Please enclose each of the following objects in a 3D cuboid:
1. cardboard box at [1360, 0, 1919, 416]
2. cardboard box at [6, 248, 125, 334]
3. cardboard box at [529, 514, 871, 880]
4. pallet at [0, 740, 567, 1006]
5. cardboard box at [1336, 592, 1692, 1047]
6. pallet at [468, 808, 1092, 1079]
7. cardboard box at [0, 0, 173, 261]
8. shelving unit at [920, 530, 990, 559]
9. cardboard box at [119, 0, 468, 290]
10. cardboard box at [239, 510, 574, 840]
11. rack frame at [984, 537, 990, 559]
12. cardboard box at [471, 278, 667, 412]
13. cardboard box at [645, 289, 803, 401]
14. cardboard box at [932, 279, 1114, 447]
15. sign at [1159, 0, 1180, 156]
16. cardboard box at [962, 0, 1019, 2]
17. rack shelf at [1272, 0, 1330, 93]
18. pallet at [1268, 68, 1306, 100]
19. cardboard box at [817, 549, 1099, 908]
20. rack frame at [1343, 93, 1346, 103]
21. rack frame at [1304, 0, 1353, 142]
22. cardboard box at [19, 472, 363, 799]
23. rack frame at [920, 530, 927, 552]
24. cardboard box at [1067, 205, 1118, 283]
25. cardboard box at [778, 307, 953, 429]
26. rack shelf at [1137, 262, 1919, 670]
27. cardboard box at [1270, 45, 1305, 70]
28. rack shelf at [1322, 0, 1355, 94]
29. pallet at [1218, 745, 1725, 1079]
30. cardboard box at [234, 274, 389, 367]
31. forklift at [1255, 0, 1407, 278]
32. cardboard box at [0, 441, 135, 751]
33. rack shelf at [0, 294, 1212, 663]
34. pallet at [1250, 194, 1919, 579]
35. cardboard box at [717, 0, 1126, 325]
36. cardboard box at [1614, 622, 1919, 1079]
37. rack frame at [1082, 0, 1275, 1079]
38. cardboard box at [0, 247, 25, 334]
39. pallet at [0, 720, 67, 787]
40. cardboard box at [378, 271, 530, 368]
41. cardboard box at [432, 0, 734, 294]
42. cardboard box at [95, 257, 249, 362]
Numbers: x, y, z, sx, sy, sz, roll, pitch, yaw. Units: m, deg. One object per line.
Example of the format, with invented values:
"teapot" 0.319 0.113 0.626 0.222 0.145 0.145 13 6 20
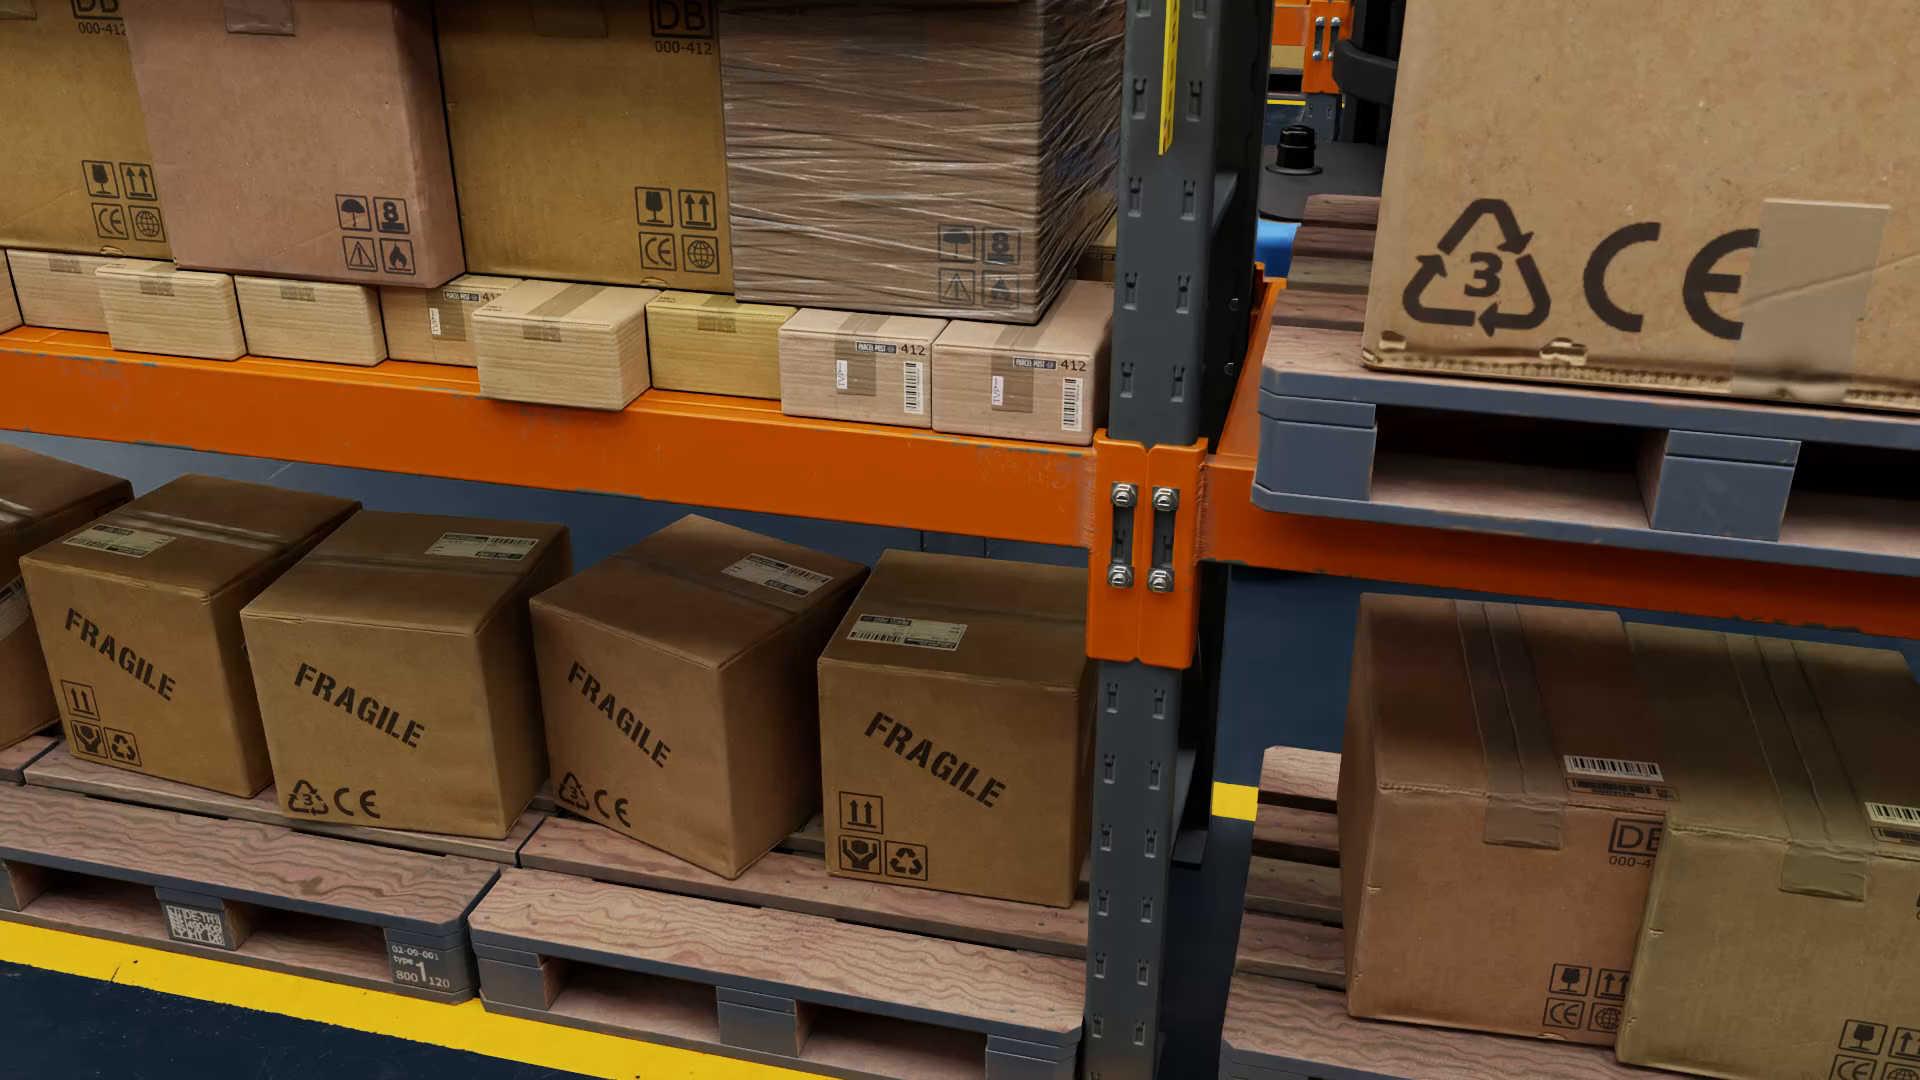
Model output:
"cardboard box" 1.140 -0.827 2.312 1.000 1.000 1.000 6 26 13
"cardboard box" -1.548 -0.523 3.151 0.250 0.149 0.380 6 26 13
"cardboard box" -0.529 0.311 3.526 0.500 0.500 0.500 15 30 29
"pallet" -1.439 0.562 3.824 1.213 0.211 1.003 6 26 13
"cardboard box" 0.994 0.494 3.118 0.500 0.500 0.700 4 26 9
"pallet" -0.254 0.692 3.552 1.213 0.211 1.003 6 26 13
"cardboard box" -1.474 -0.914 3.218 0.500 0.500 0.875 6 26 13
"shelving unit" 0.008 -0.405 5.055 0.210 0.900 0.258 6 26 13
"cardboard box" -1.000 -0.843 3.070 0.500 0.500 0.875 6 26 13
"cardboard box" -1.150 0.277 3.597 0.500 0.500 0.500 4 26 8
"rack frame" 0.106 -0.395 5.032 0.006 0.900 0.240 6 26 13
"cardboard box" -0.613 -0.360 2.810 0.250 0.149 0.380 6 26 13
"cardboard box" -0.343 -0.380 2.851 0.250 0.149 0.380 6 26 13
"cardboard box" 0.124 -0.297 2.678 0.250 0.149 0.380 6 26 13
"sign" 0.277 -0.674 2.170 0.005 0.325 0.100 6 26 13
"cardboard box" -0.099 -1.075 2.392 0.500 0.500 0.500 6 26 13
"rack shelf" -0.298 -2.462 7.768 4.000 0.370 1.077 6 26 13
"pallet" 2.116 -3.478 12.309 1.213 0.211 1.003 6 26 13
"cardboard box" 0.028 0.369 3.404 0.500 0.500 0.500 6 26 11
"rack frame" 2.876 -4.634 11.494 0.127 3.000 1.000 6 26 13
"rack frame" 1.639 -2.572 7.163 0.127 3.000 1.000 6 26 13
"cardboard box" -1.679 0.199 3.762 0.500 0.500 0.500 9 27 18
"rack frame" -0.091 -0.416 5.078 0.006 0.900 0.240 6 26 13
"cardboard box" 0.272 -0.545 3.198 0.250 0.149 0.380 6 26 13
"cardboard box" -0.116 -0.328 2.742 0.250 0.149 0.380 6 26 13
"rack shelf" 2.342 0.029 2.537 4.000 0.370 1.077 6 26 13
"cardboard box" 2.372 -3.541 11.908 0.500 0.250 0.500 6 26 13
"rack shelf" 3.576 -2.033 6.868 4.000 0.370 1.077 6 26 13
"pallet" 1.160 0.831 3.258 1.213 0.211 1.003 6 26 13
"cardboard box" -1.075 -0.452 3.002 0.250 0.149 0.380 6 26 13
"forklift" 2.063 -1.605 5.211 3.031 2.935 1.130 -9 27 -18
"cardboard box" -2.281 0.124 3.919 0.500 0.500 0.500 14 29 26
"rack shelf" -1.532 -0.400 3.437 4.000 0.370 1.077 6 26 13
"pallet" 1.109 -0.281 2.574 1.213 0.211 1.003 6 26 13
"cardboard box" -0.015 -0.764 2.902 0.500 0.500 0.875 6 26 13
"cardboard box" 1.452 0.553 2.994 0.500 0.500 0.700 6 26 13
"rack frame" 0.405 -0.510 2.832 0.127 3.000 1.000 6 26 13
"cardboard box" -1.824 -0.494 3.091 0.250 0.149 0.380 6 26 13
"pallet" -2.617 0.430 4.101 1.213 0.211 1.003 6 26 13
"cardboard box" -0.822 -0.442 2.981 0.250 0.149 0.380 6 26 13
"cardboard box" -0.491 -0.832 3.045 0.500 0.500 0.875 6 26 13
"cardboard box" -1.325 -0.464 3.028 0.250 0.149 0.380 6 26 13
